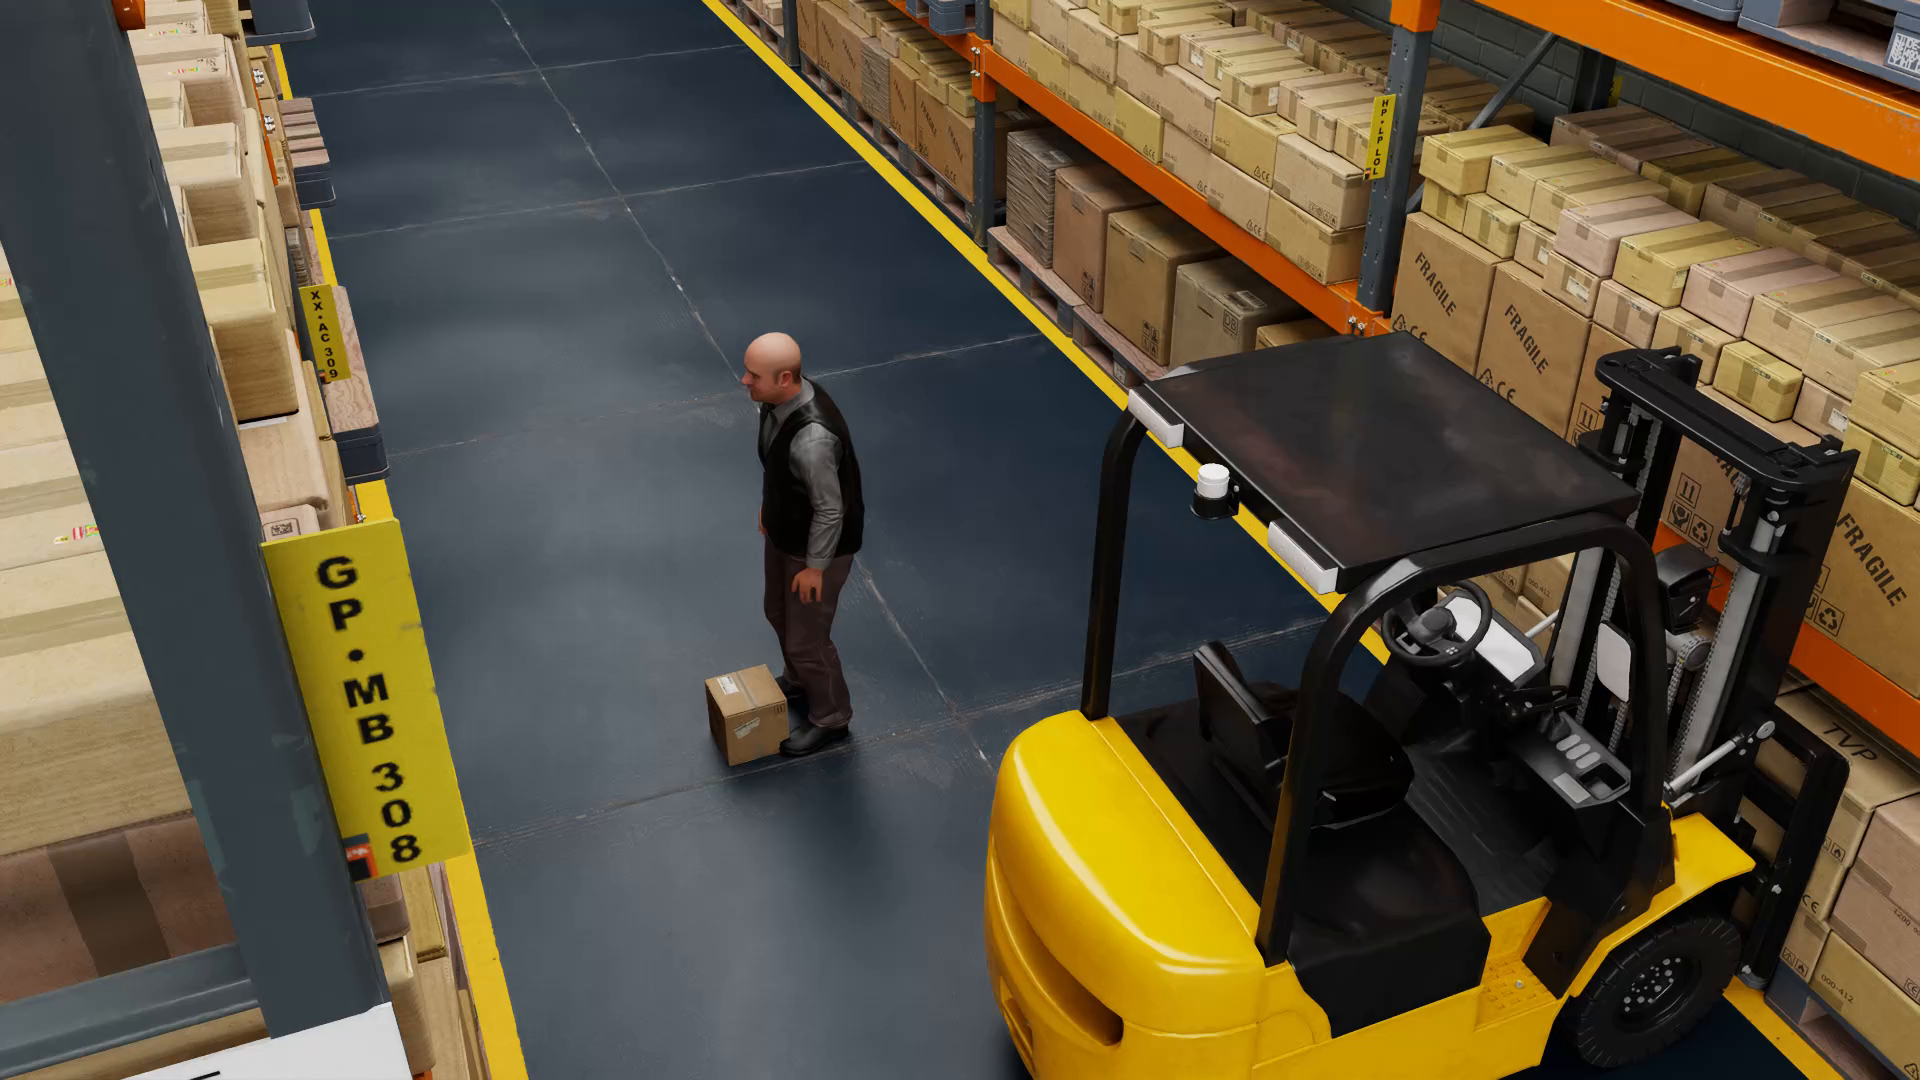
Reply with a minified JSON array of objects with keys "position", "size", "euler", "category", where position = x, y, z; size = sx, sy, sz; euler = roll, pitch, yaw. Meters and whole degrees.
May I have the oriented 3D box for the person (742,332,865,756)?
[{"position":[-0.573,-0.003,6.166],"size":[0.420,1.721,0.581],"euler":[-13,35,-19],"category":"person"}]
